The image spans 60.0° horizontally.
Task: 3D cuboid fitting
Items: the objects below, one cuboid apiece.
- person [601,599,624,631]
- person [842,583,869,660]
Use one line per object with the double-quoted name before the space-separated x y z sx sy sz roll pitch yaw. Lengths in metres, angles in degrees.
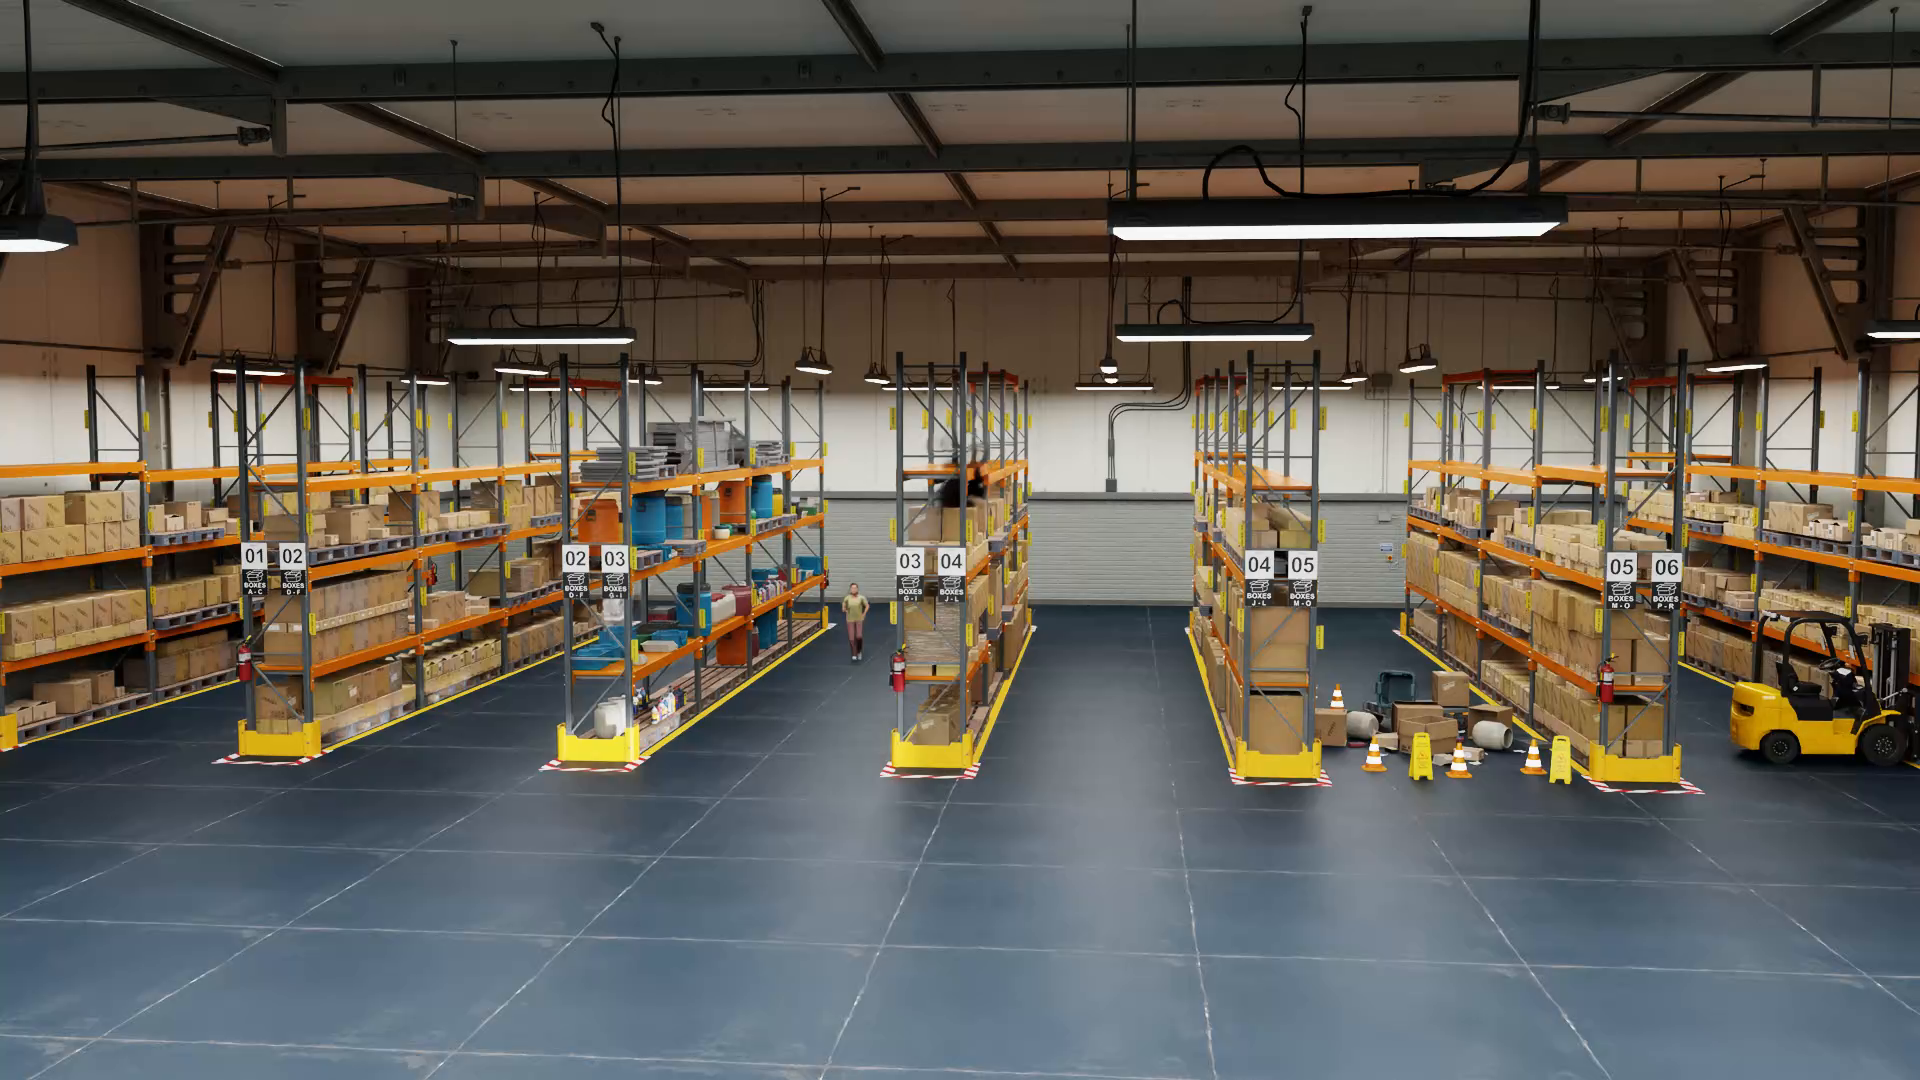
"person" -7.139 1.680 34.445 0.650 1.782 1.147 0 4 3
"person" -2.189 1.709 34.671 0.559 1.629 0.584 0 4 0
